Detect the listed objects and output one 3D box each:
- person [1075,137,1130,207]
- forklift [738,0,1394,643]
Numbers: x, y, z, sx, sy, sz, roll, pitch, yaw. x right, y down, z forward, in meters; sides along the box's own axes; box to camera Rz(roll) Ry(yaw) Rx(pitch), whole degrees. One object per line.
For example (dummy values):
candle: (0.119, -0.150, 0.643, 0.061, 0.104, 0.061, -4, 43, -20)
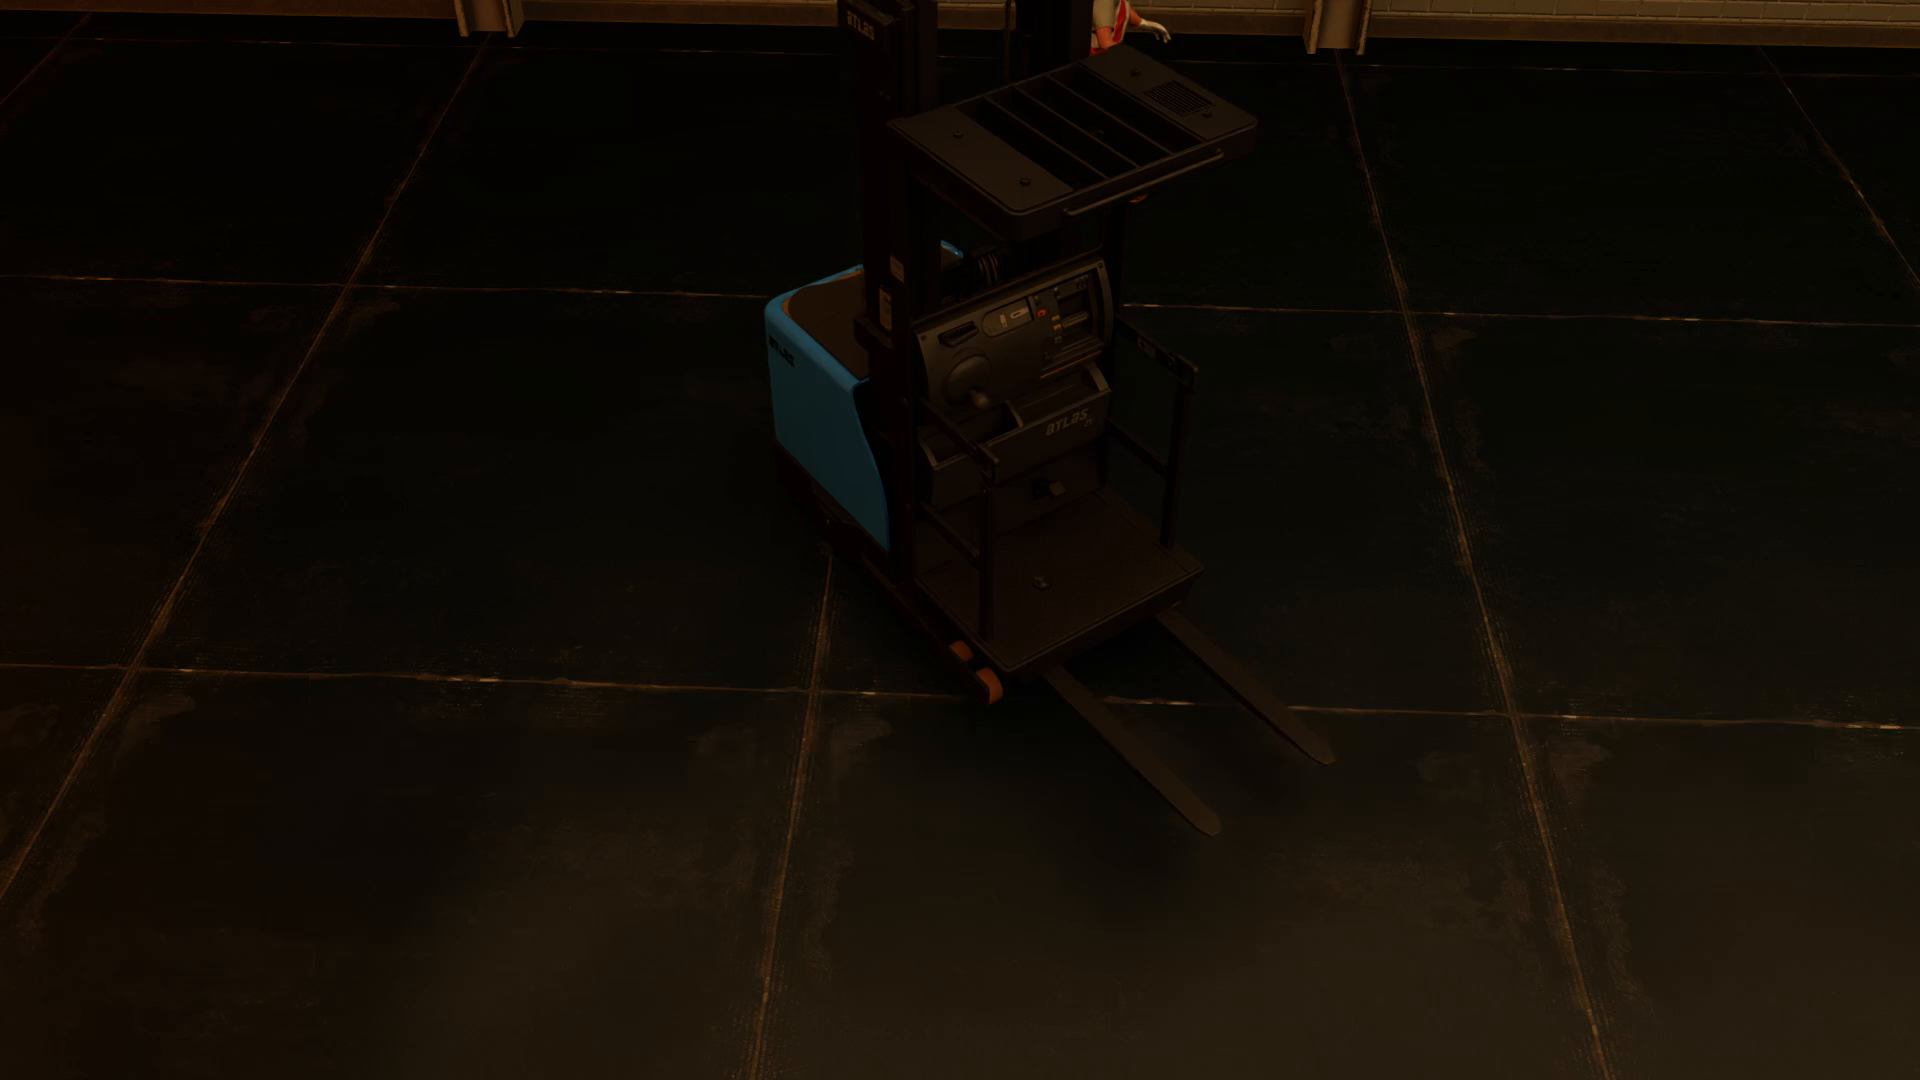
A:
person: (0.866, -2.832, 9.692, 0.374, 1.794, 0.604, 3, 43, 4)
forklift: (0.583, -1.242, 7.103, 3.031, 2.935, 1.130, -14, 44, -15)
